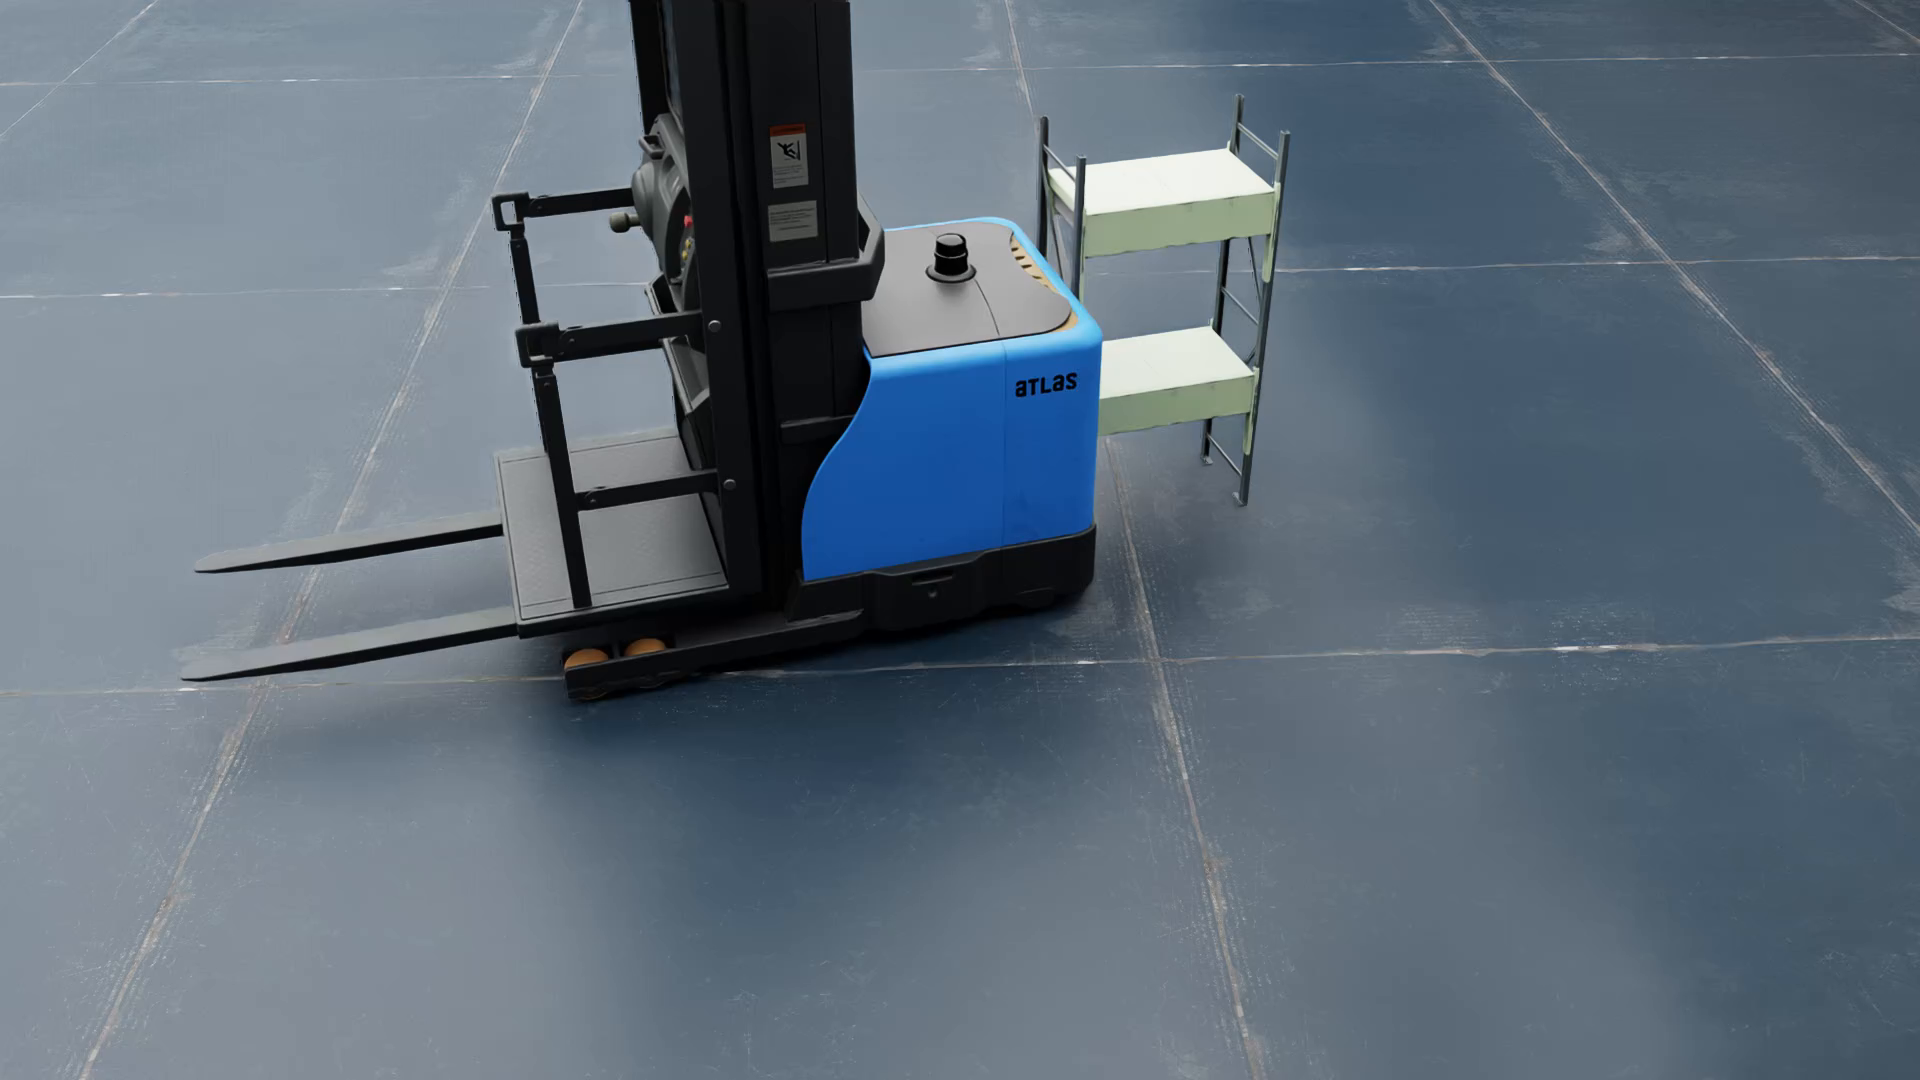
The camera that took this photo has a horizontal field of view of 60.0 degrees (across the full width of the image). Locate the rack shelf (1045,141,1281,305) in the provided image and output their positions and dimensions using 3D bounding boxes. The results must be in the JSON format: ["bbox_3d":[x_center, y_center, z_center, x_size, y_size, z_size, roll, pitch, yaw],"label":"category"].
[{"bbox_3d":[0.694,-1.118,5.861,0.720,0.370,0.431,-10,36,-14],"label":"rack shelf"}]

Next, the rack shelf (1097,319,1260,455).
[{"bbox_3d":[0.694,-0.529,6.269,0.720,0.370,0.431,-10,36,-14],"label":"rack shelf"}]

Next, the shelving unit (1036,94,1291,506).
[{"bbox_3d":[0.694,-0.797,6.083,0.755,1.500,0.431,-10,36,-14],"label":"shelving unit"}]

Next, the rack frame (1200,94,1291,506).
[{"bbox_3d":[1.044,-0.857,6.171,0.023,1.500,0.400,-10,36,-14],"label":"rack frame"}]

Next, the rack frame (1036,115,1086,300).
[{"bbox_3d":[0.344,-0.736,5.996,0.023,1.500,0.400,-10,36,-14],"label":"rack frame"}]

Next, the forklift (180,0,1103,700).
[{"bbox_3d":[-1.098,-1.016,5.142,3.031,2.935,1.130,-10,36,-14],"label":"forklift"}]
